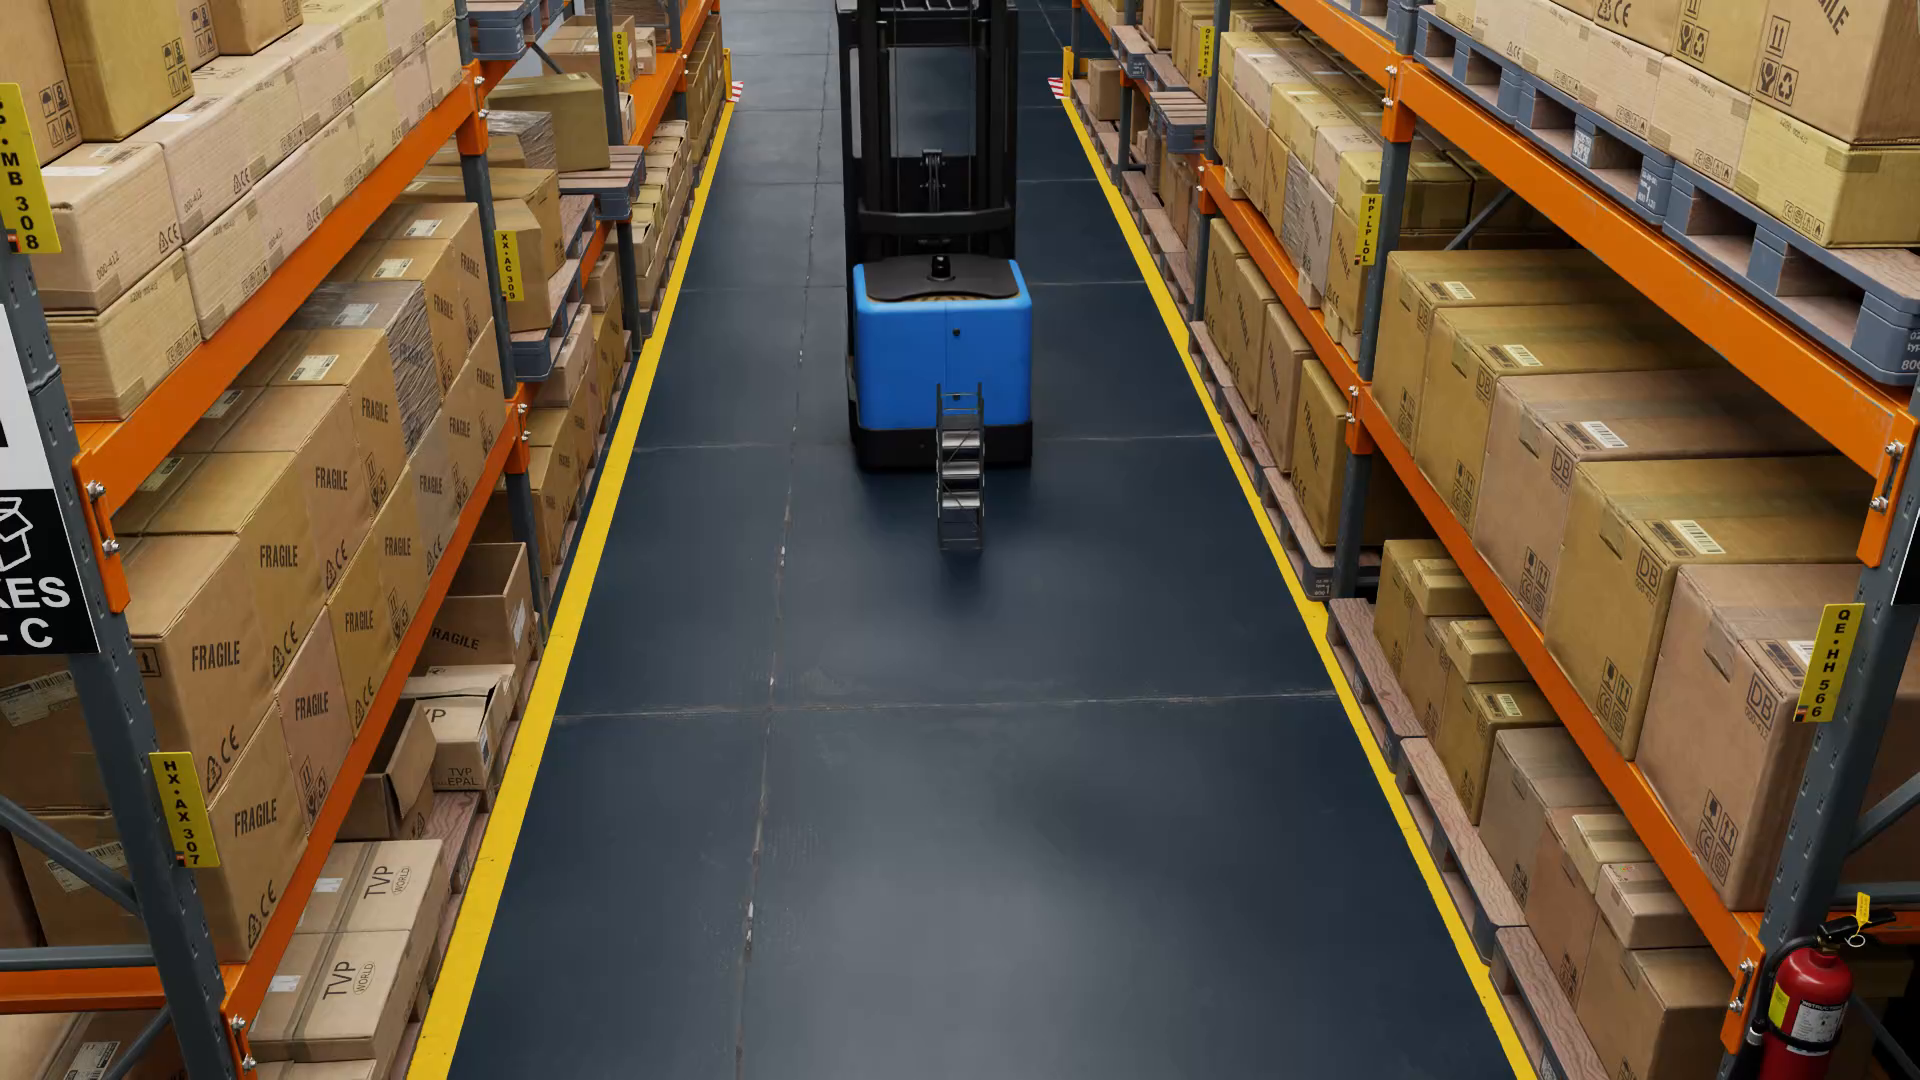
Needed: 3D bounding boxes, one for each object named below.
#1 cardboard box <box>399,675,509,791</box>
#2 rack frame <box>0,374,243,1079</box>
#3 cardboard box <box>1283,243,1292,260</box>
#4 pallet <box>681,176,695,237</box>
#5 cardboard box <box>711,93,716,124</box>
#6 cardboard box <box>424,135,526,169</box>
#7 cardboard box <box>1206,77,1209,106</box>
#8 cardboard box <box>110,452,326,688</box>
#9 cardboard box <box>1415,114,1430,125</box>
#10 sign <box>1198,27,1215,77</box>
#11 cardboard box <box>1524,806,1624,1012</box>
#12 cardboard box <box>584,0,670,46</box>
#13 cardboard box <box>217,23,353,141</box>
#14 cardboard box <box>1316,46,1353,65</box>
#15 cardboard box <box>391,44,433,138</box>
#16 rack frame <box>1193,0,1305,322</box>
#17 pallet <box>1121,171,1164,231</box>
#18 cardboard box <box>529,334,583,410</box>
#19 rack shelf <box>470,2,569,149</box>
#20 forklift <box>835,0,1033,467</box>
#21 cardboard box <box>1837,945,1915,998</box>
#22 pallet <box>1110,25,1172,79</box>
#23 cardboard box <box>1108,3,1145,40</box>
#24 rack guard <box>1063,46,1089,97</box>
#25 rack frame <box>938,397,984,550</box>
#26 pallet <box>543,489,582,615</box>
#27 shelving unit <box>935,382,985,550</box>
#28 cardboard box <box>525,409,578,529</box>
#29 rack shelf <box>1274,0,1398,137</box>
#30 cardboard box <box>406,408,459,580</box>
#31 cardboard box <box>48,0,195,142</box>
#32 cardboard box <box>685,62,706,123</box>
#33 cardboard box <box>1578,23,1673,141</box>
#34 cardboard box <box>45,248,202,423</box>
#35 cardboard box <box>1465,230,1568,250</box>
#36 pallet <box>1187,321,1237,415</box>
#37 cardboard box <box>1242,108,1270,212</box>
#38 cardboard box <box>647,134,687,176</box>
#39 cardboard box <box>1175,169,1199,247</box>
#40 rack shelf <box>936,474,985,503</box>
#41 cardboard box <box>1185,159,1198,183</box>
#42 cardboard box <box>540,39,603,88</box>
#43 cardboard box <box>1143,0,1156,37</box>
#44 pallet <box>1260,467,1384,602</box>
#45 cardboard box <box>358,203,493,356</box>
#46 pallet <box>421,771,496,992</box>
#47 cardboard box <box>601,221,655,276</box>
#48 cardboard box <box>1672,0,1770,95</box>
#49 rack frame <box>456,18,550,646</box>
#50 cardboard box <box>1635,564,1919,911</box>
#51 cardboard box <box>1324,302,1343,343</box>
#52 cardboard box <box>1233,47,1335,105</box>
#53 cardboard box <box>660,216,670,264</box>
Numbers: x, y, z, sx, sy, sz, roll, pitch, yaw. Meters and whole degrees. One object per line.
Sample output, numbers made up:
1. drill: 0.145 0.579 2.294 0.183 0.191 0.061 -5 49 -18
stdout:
1. cardboard box: -2.202 0.779 6.944 0.500 0.311 0.500 -1 28 -3
2. rack frame: -2.345 1.027 4.038 1.000 3.000 0.127 -1 28 -3
3. cardboard box: 2.067 -1.699 9.515 0.380 0.149 0.250 -1 28 -1
4. pallet: -2.895 -2.940 14.658 1.003 0.211 1.213 -1 28 -3
5. cardboard box: -2.768 -4.396 16.955 0.500 0.250 0.500 -1 28 -3
6. cardboard box: -2.708 -1.866 9.021 0.700 0.500 0.500 -8 29 -16
7. cardboard box: 2.149 -3.245 11.645 0.700 0.500 0.500 -5 28 -9
8. cardboard box: -2.140 0.086 4.651 0.500 0.500 0.500 -1 28 -2
9. cardboard box: 2.563 -2.151 8.868 0.500 0.250 0.500 -2 28 -4
10. sign: 1.642 -3.250 11.071 0.100 0.325 0.005 -1 28 -3
11. cardboard box: 2.439 1.275 5.810 0.700 0.500 0.500 -1 28 -3
12. cardboard box: -3.002 -4.764 15.033 0.700 0.500 0.500 -2 28 -4
13. cardboard box: -2.186 -1.395 5.059 0.500 0.250 0.500 -1 28 -3
14. cardboard box: 2.490 -2.864 10.236 0.500 0.250 0.500 -2 28 -4
15. cardboard box: -2.248 -1.635 6.059 0.500 0.250 0.500 -1 28 -3
16. rack frame: 2.183 -2.789 11.354 1.000 3.000 0.127 -1 28 -3
17. pallet: 2.017 -3.041 14.852 1.003 0.211 1.213 -1 28 -3
18. cardboard box: -2.388 -0.931 9.208 0.500 0.250 0.500 -1 28 -3
19. rack shelf: -2.659 -2.755 8.823 1.077 0.370 4.000 -1 28 -3
20. forklift: -0.213 -2.388 10.659 1.130 2.935 3.031 -2 28 -5
21. cardboard box: 2.671 1.272 5.115 0.380 0.149 0.250 -1 28 -2
22. pallet: 1.869 -4.195 14.257 1.003 0.211 1.213 -1 28 -3
23. cardboard box: 1.647 -4.790 15.331 0.500 0.250 0.500 -1 28 -3
24. rack guard: 1.770 -5.340 18.949 1.175 0.500 0.348 -1 28 -3
25. rack frame: 0.006 -0.348 8.945 0.240 0.900 0.006 -1 28 -3
26. pallet: -2.635 0.041 8.943 1.003 0.211 1.213 -1 28 -3
27. shelving unit: 0.000 -0.395 9.035 0.258 0.900 0.210 -1 28 -3
28. cardboard box: -2.375 -0.383 8.968 0.500 0.500 0.500 -1 28 -2
29. rack shelf: 2.288 -2.877 9.056 1.077 0.370 4.000 -1 28 -3
30. cardboard box: -2.215 -0.165 6.215 0.500 0.500 0.500 -1 28 -1
31. cardboard box: -2.330 -1.261 3.991 0.700 0.500 0.500 -1 28 -3
32. cardboard box: -2.718 -4.267 15.896 0.500 0.500 0.500 -1 28 -3
33. cardboard box: 2.238 -1.401 5.049 0.500 0.250 0.500 -2 28 -4
34. cardboard box: -2.118 -0.480 3.846 0.500 0.250 0.500 -1 28 -3
35. cardboard box: 2.620 -1.346 8.135 0.500 0.500 0.500 -2 28 -4
36. pallet: 2.149 -1.187 11.297 1.003 0.211 1.213 -1 28 -3
37. cardboard box: 1.996 -2.273 9.912 0.500 0.500 0.500 -2 28 -3
38. cardboard box: -2.631 -3.311 14.267 0.500 0.311 0.500 -1 28 -1
39. cardboard box: 2.129 -2.677 13.366 0.700 0.500 0.500 -2 28 -3
40. rack shelf: 0.000 -0.286 9.092 0.258 0.077 0.200 -1 28 -3
41. cardboard box: 2.095 -3.042 13.255 0.500 0.250 0.500 -2 28 -3
42. cardboard box: -2.867 -3.487 12.583 0.500 0.500 0.500 -3 28 -5
43. cardboard box: 1.967 -4.640 14.319 0.700 0.500 0.500 -1 28 -2
44. pallet: 2.277 -0.060 9.137 1.003 0.211 1.213 -1 28 -3
45. cardboard box: -2.269 -1.081 6.890 0.500 0.500 0.500 -1 28 -2
46. pallet: -2.453 1.298 6.534 1.003 0.211 1.213 -1 28 -3
47. cardboard box: -2.497 -2.133 12.008 0.500 0.311 0.500 0 28 -1
48. cardboard box: 2.275 -1.484 4.397 0.500 0.500 0.500 -1 28 -1
49. rack frame: -2.554 -0.821 7.580 1.000 3.000 0.127 -1 28 -3
50. cardboard box: 2.565 0.537 4.652 0.980 0.700 0.700 0 28 0
51. cardboard box: 2.055 -1.105 8.375 0.380 0.149 0.250 -1 28 -2
52. cardboard box: 1.979 -2.843 10.194 0.500 0.250 0.500 -2 28 -3
53. cardboard box: -2.558 -2.356 13.043 0.500 0.250 0.500 -2 28 -4
